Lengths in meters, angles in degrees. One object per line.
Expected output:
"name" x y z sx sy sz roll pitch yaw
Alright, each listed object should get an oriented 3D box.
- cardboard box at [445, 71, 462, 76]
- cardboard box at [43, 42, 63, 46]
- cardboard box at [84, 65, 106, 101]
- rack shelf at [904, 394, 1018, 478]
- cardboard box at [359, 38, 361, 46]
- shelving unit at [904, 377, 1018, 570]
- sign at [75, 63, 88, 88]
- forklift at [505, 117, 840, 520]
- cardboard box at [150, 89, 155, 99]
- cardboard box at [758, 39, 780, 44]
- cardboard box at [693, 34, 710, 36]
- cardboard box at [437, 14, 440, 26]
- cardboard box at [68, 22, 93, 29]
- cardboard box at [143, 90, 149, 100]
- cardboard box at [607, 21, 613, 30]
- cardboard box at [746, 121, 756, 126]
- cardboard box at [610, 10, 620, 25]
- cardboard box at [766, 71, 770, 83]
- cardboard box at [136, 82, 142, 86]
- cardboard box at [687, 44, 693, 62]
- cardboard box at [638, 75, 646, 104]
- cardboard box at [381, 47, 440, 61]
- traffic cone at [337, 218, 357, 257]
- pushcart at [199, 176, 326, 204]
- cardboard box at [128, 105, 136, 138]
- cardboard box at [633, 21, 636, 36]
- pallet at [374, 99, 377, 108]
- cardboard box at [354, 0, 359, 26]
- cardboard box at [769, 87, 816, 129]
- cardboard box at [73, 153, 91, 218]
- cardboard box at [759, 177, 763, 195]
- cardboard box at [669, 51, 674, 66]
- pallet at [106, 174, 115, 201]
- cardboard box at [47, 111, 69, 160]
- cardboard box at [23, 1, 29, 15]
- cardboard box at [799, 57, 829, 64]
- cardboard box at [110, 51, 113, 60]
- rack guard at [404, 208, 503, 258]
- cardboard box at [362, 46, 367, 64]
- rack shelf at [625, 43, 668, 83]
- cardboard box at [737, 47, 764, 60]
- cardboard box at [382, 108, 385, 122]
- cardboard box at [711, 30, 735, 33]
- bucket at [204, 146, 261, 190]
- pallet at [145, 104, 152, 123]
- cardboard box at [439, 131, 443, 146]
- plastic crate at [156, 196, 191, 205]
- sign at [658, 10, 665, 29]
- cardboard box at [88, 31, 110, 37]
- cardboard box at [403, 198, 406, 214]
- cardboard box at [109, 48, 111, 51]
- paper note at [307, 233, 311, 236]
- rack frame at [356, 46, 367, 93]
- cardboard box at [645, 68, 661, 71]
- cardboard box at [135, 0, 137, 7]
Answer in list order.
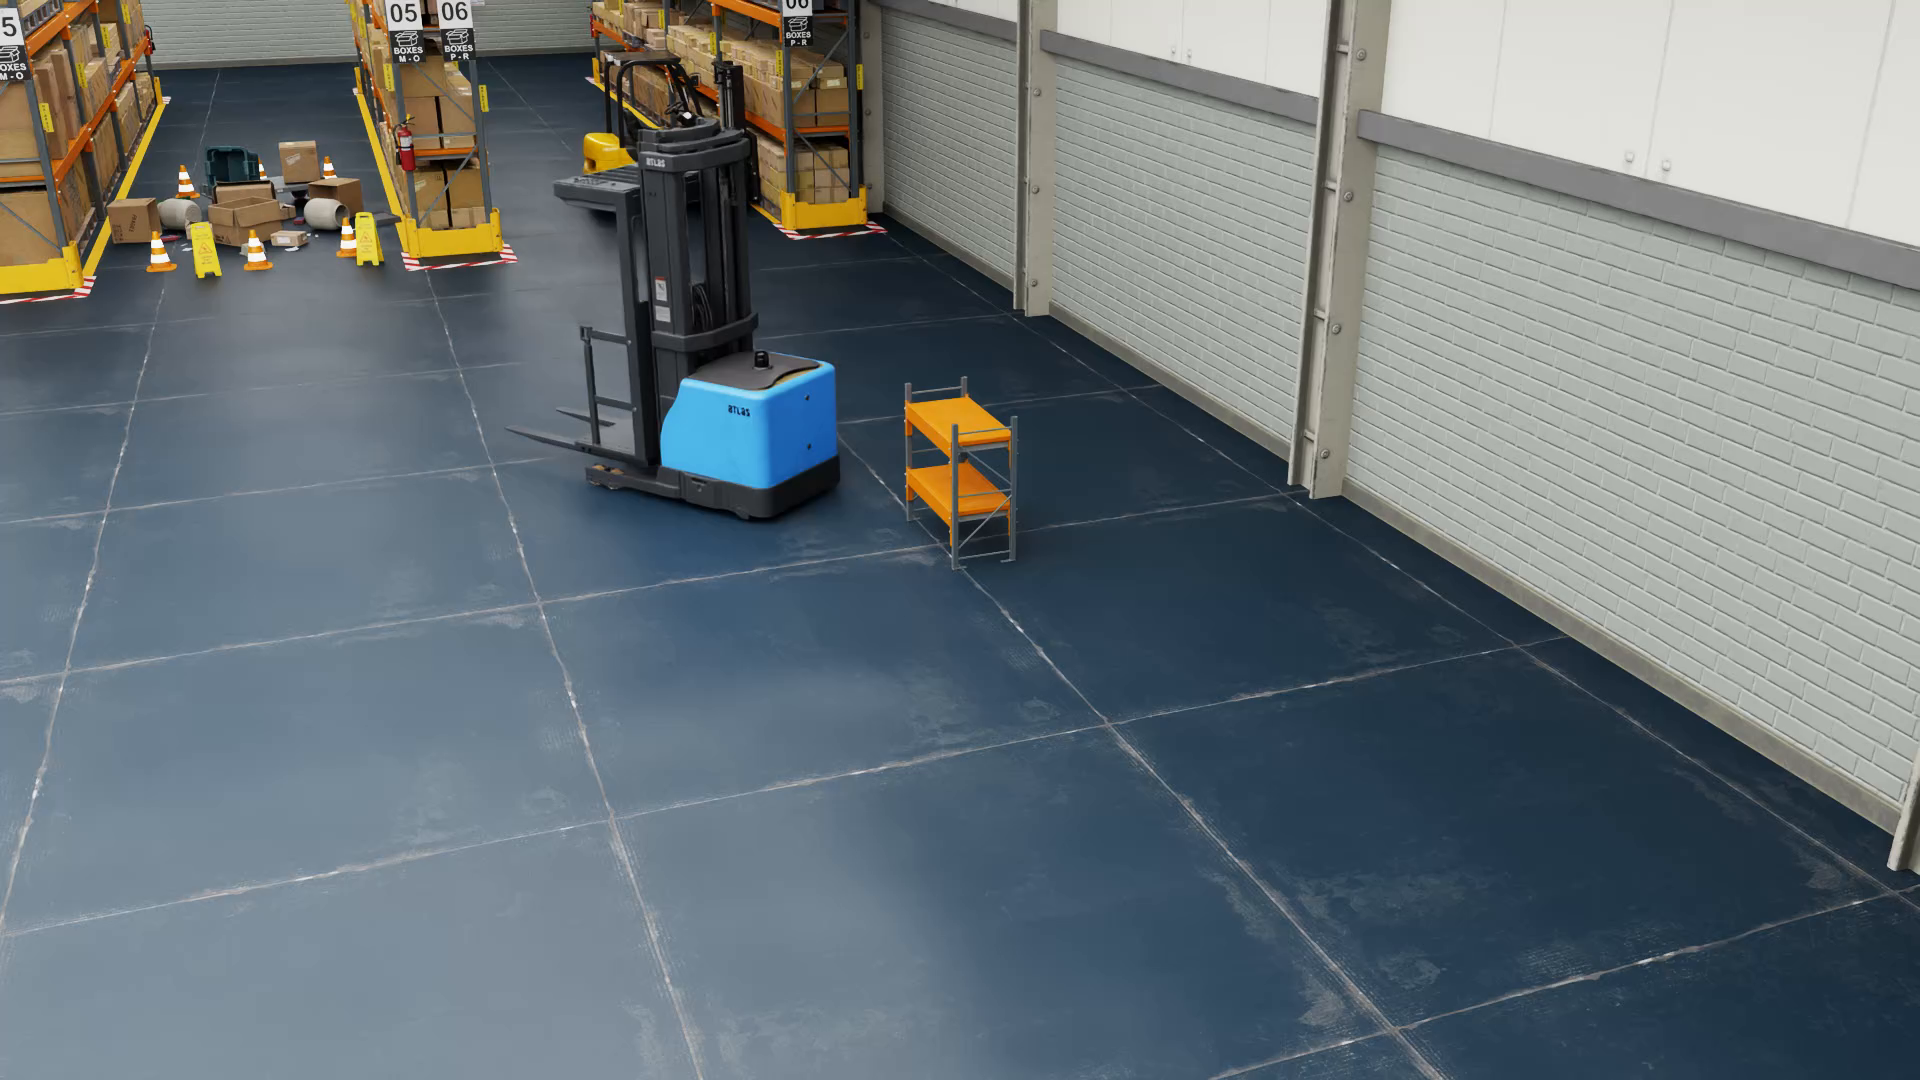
"cardboard box" -7.183 -6.244 23.190 0.500 0.500 0.500 -8 24 -18
"cardboard box" -12.908 -6.719 23.414 0.700 0.500 0.500 -9 24 -20
"cardboard box" -13.195 -6.856 25.025 0.500 0.500 0.500 -9 24 -20
"rack shelf" -0.002 -0.791 12.424 0.538 0.278 1.000 -8 24 -19
"cardboard box" -11.177 -9.648 31.651 0.500 0.500 0.500 -8 24 -19
"shelving unit" -0.002 -0.521 12.537 0.538 1.125 1.048 -8 24 -19
"sign" -12.025 -6.358 22.757 0.100 0.325 0.005 -8 24 -19
"forklift" -2.513 -1.924 13.540 3.031 2.935 1.130 14 26 29
"cardboard box" -16.216 -8.844 33.001 0.380 0.149 0.250 -8 24 -17
"cardboard box" -2.910 -7.652 25.696 0.380 0.149 0.250 -8 24 -19
"cardboard box" -4.234 -8.338 27.706 0.380 0.149 0.250 -8 24 -19
"cardboard box" -6.349 -6.540 20.867 0.380 0.149 0.250 -8 24 -19
"cardboard box" -15.805 -9.073 29.903 0.500 0.500 0.500 -8 24 -19
"cardboard box" -15.752 -8.504 31.811 0.380 0.149 0.250 -8 24 -18
"cardboard box" -7.165 -10.764 34.750 0.380 0.149 0.250 -8 24 -18
"cardboard box" -3.257 -6.226 25.371 0.500 0.250 0.500 -8 24 -19
"cardboard box" -6.895 -10.734 34.165 0.500 0.250 0.500 -9 24 -19
"cardboard box" -2.507 -6.507 23.362 0.380 0.149 0.250 -9 24 -19
"cardboard box" -15.826 -8.632 31.732 0.380 0.149 0.250 -8 24 -19
"cardboard box" -4.243 -8.108 27.673 0.500 0.250 0.500 -8 24 -18
"cardboard box" -5.974 -8.794 32.431 0.500 0.500 0.500 -9 24 -20
"cardboard box" -7.092 -6.093 21.545 0.700 0.500 0.500 -8 24 -18
"traffic cone" -7.894 -3.919 21.452 0.336 0.463 0.334 -8 24 -19
"pushcart" -10.064 -5.023 24.181 1.648 0.377 0.936 -18 29 -37
"cardboard box" -14.514 -7.187 28.617 0.500 0.500 0.500 -9 24 -20
"cardboard box" -6.000 -9.725 31.595 0.396 0.266 0.258 -7 24 -16
"pallet" -10.970 -8.471 32.576 1.003 0.211 1.213 -8 24 -19
"cardboard box" -10.888 -9.776 30.667 0.500 0.500 0.500 -8 24 -18
"cardboard box" -2.312 -5.980 22.947 0.500 0.500 0.500 -9 24 -20
"cardboard box" -12.387 -4.823 22.525 0.875 0.875 0.875 -8 24 -18
"cardboard box" -2.689 -5.210 24.249 0.500 0.250 0.500 -8 24 -18
"cardboard box" -4.791 -8.434 29.092 0.500 0.250 0.500 -8 24 -19
"pallet" -13.321 -5.275 24.994 1.003 0.211 1.213 -8 24 -19
"cardboard box" -11.599 -5.008 20.577 0.875 0.550 0.550 -8 24 -19
"cardboard box" -11.042 -6.160 19.295 0.380 0.149 0.250 -8 24 -18
"cardboard box" -2.052 -6.710 23.462 0.380 0.149 0.250 -8 24 -19
"cardboard box" -14.487 -8.144 27.993 0.380 0.149 0.250 -9 25 -21
"rack guard" -6.562 -3.984 21.560 1.175 0.500 0.348 -8 24 -19
"cardboard box" -10.347 -8.645 29.591 0.500 0.250 0.500 -9 24 -20
"rack shelf" -5.425 -9.093 31.388 1.077 0.370 4.000 -8 24 -19
"cardboard box" -3.084 -7.198 24.618 0.380 0.149 0.250 -9 24 -20
"cardboard box" -9.839 -7.817 29.629 0.875 0.875 0.875 -8 24 -18
"cardboard box" -4.012 -8.585 28.293 0.380 0.149 0.250 -8 24 -19
"bucket" -10.338 -5.305 23.732 0.726 0.611 0.620 0 13 -1
"pallet" -16.075 -8.151 31.818 1.003 0.211 1.213 -8 24 -19
"cardboard box" -6.564 -5.235 21.631 0.380 0.149 0.250 -8 24 -18
"plastic crate" -11.256 -4.694 23.570 0.450 0.188 0.662 -6 21 12
"sign" -5.223 -9.117 29.130 0.100 0.325 0.005 -8 24 -19
"cardboard box" -14.585 -8.512 28.101 0.380 0.149 0.250 -9 25 -21
"cardboard box" -7.248 -4.481 22.520 0.500 0.250 0.500 -8 24 -19
"cardboard box" -14.495 -8.283 27.940 0.380 0.149 0.250 -7 24 -17
"paper note" -8.891 -4.135 22.536 0.148 0.019 0.142 0 23 -1
"rack frame" -12.187 -10.922 34.802 1.000 3.000 0.127 -8 24 -19
"cardboard box" -5.873 -9.046 32.192 0.380 0.149 0.250 -9 24 -20
"cardboard box" -16.209 -10.534 32.082 0.500 0.500 0.500 -9 25 -21
